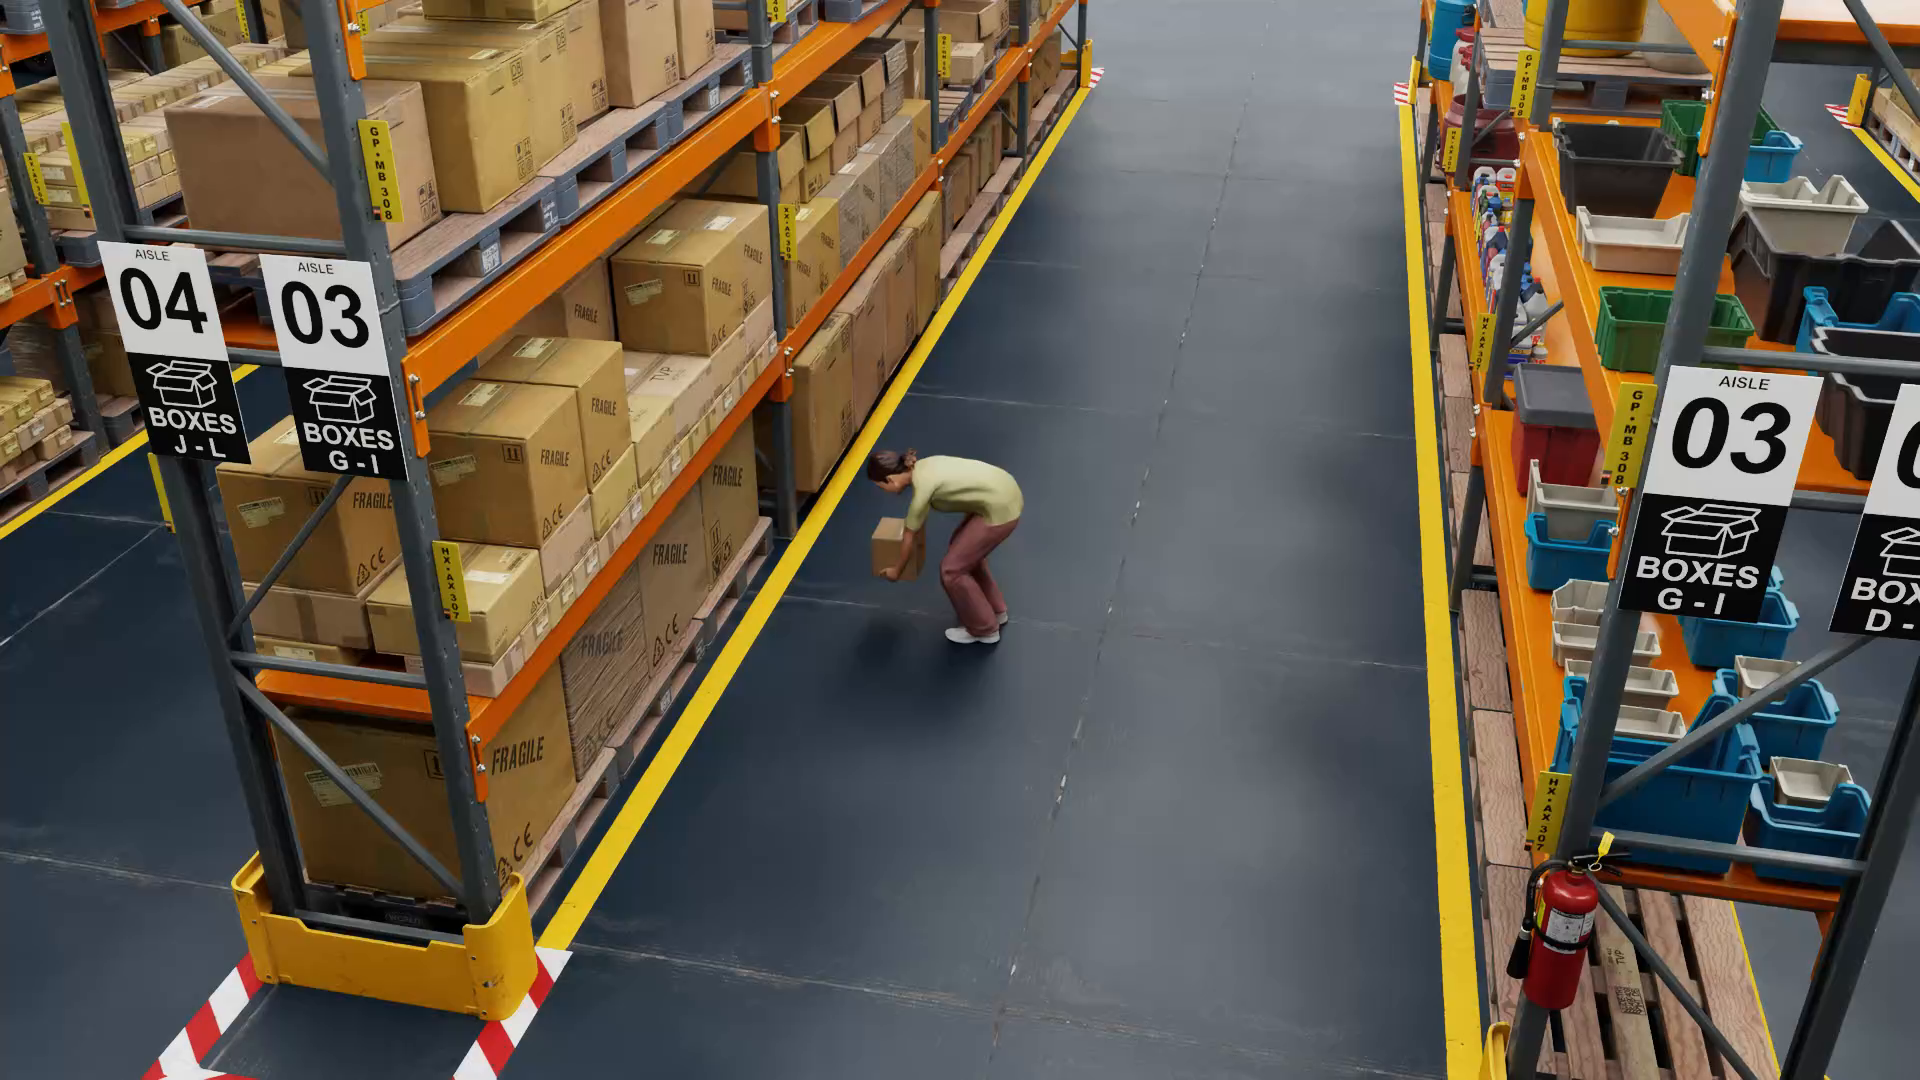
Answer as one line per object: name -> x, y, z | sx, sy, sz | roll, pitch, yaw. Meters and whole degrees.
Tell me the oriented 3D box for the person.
person -> -0.085, 0.008, 9.194 | 0.861, 1.102, 0.455 | 5, 29, 8
